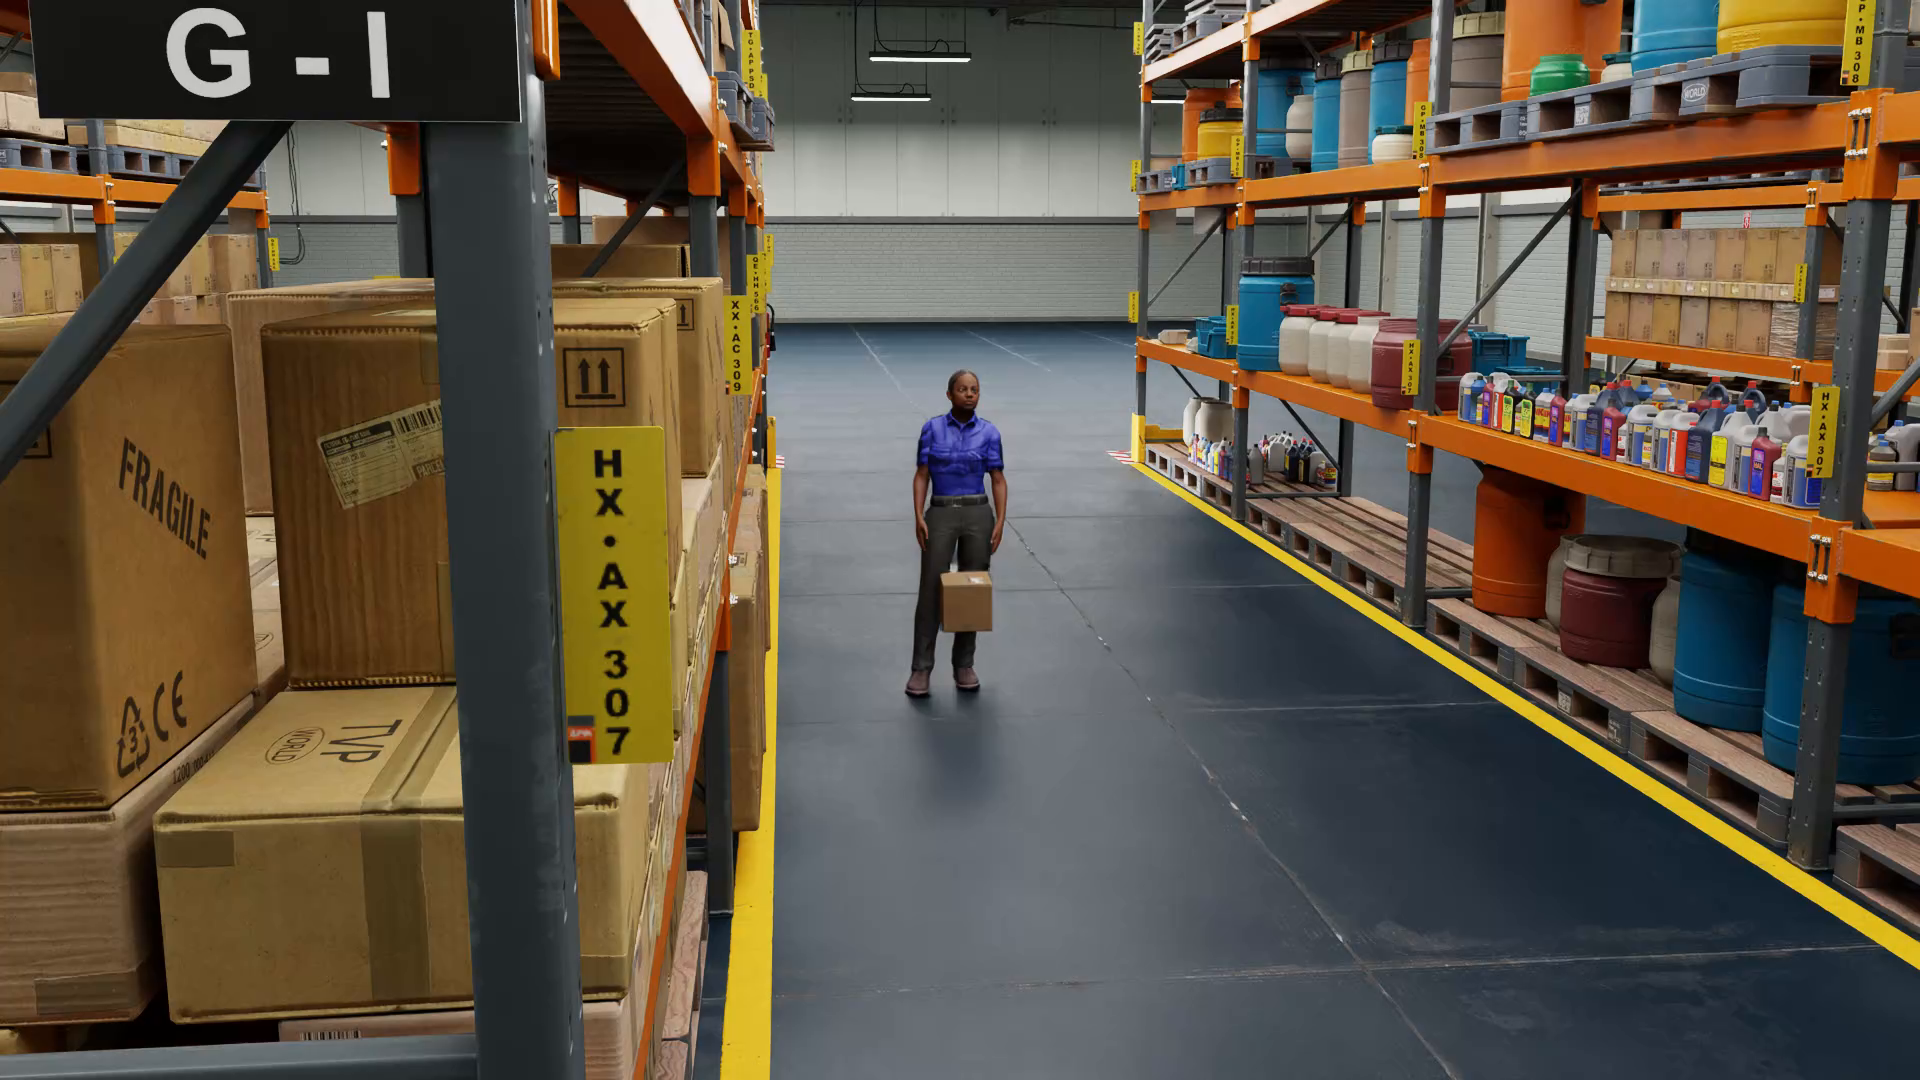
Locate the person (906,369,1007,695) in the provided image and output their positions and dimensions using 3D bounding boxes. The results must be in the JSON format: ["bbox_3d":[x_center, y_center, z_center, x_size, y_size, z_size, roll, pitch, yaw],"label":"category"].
[{"bbox_3d":[-0.019,-0.051,8.664,0.547,1.654,0.502,-1,10,-3],"label":"person"}]
